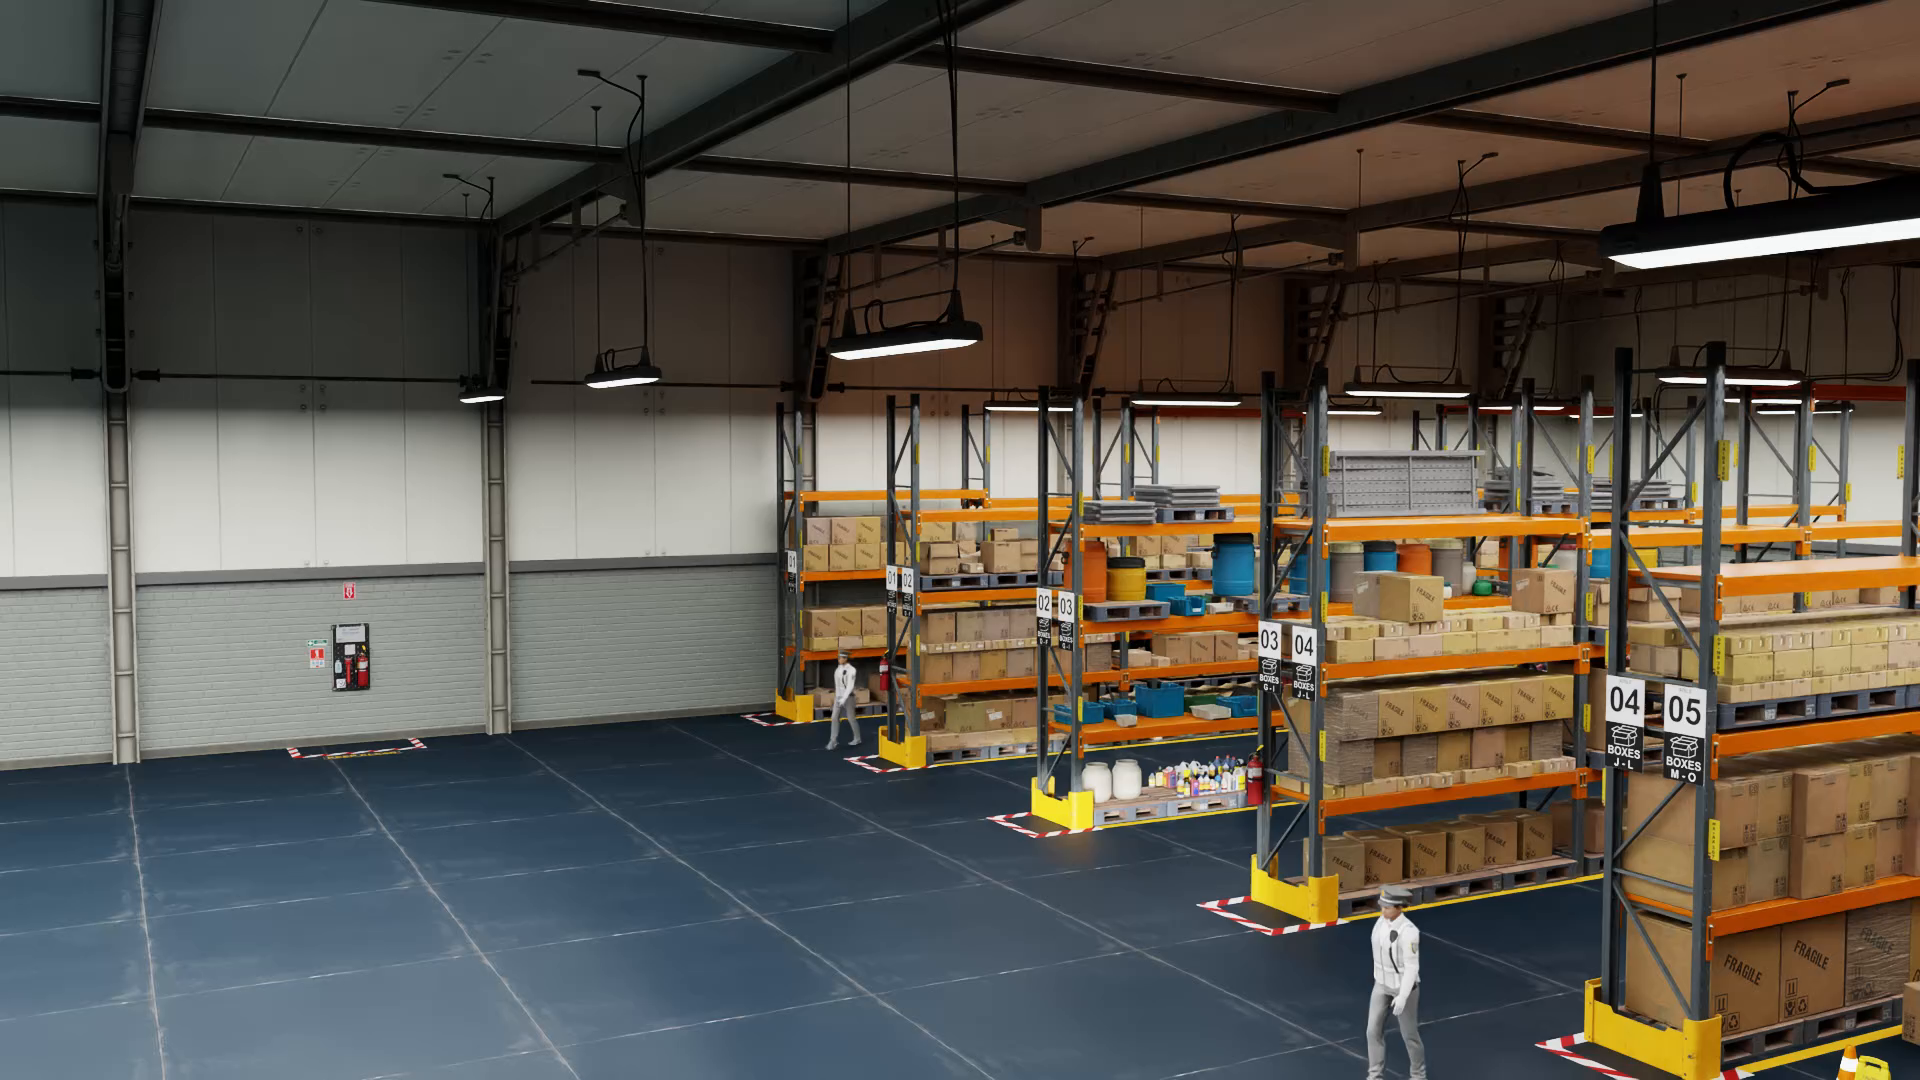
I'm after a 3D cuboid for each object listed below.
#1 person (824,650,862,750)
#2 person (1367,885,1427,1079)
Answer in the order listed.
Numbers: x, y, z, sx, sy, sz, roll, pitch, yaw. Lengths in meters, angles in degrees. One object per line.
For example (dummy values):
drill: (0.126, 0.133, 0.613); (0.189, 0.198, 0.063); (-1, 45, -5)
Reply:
person: (-2.004, 2.733, 28.478); (0.504, 1.698, 0.753); (3, 4, 43)
person: (3.457, 3.594, 13.234); (0.616, 1.693, 0.530); (-2, 4, -28)
